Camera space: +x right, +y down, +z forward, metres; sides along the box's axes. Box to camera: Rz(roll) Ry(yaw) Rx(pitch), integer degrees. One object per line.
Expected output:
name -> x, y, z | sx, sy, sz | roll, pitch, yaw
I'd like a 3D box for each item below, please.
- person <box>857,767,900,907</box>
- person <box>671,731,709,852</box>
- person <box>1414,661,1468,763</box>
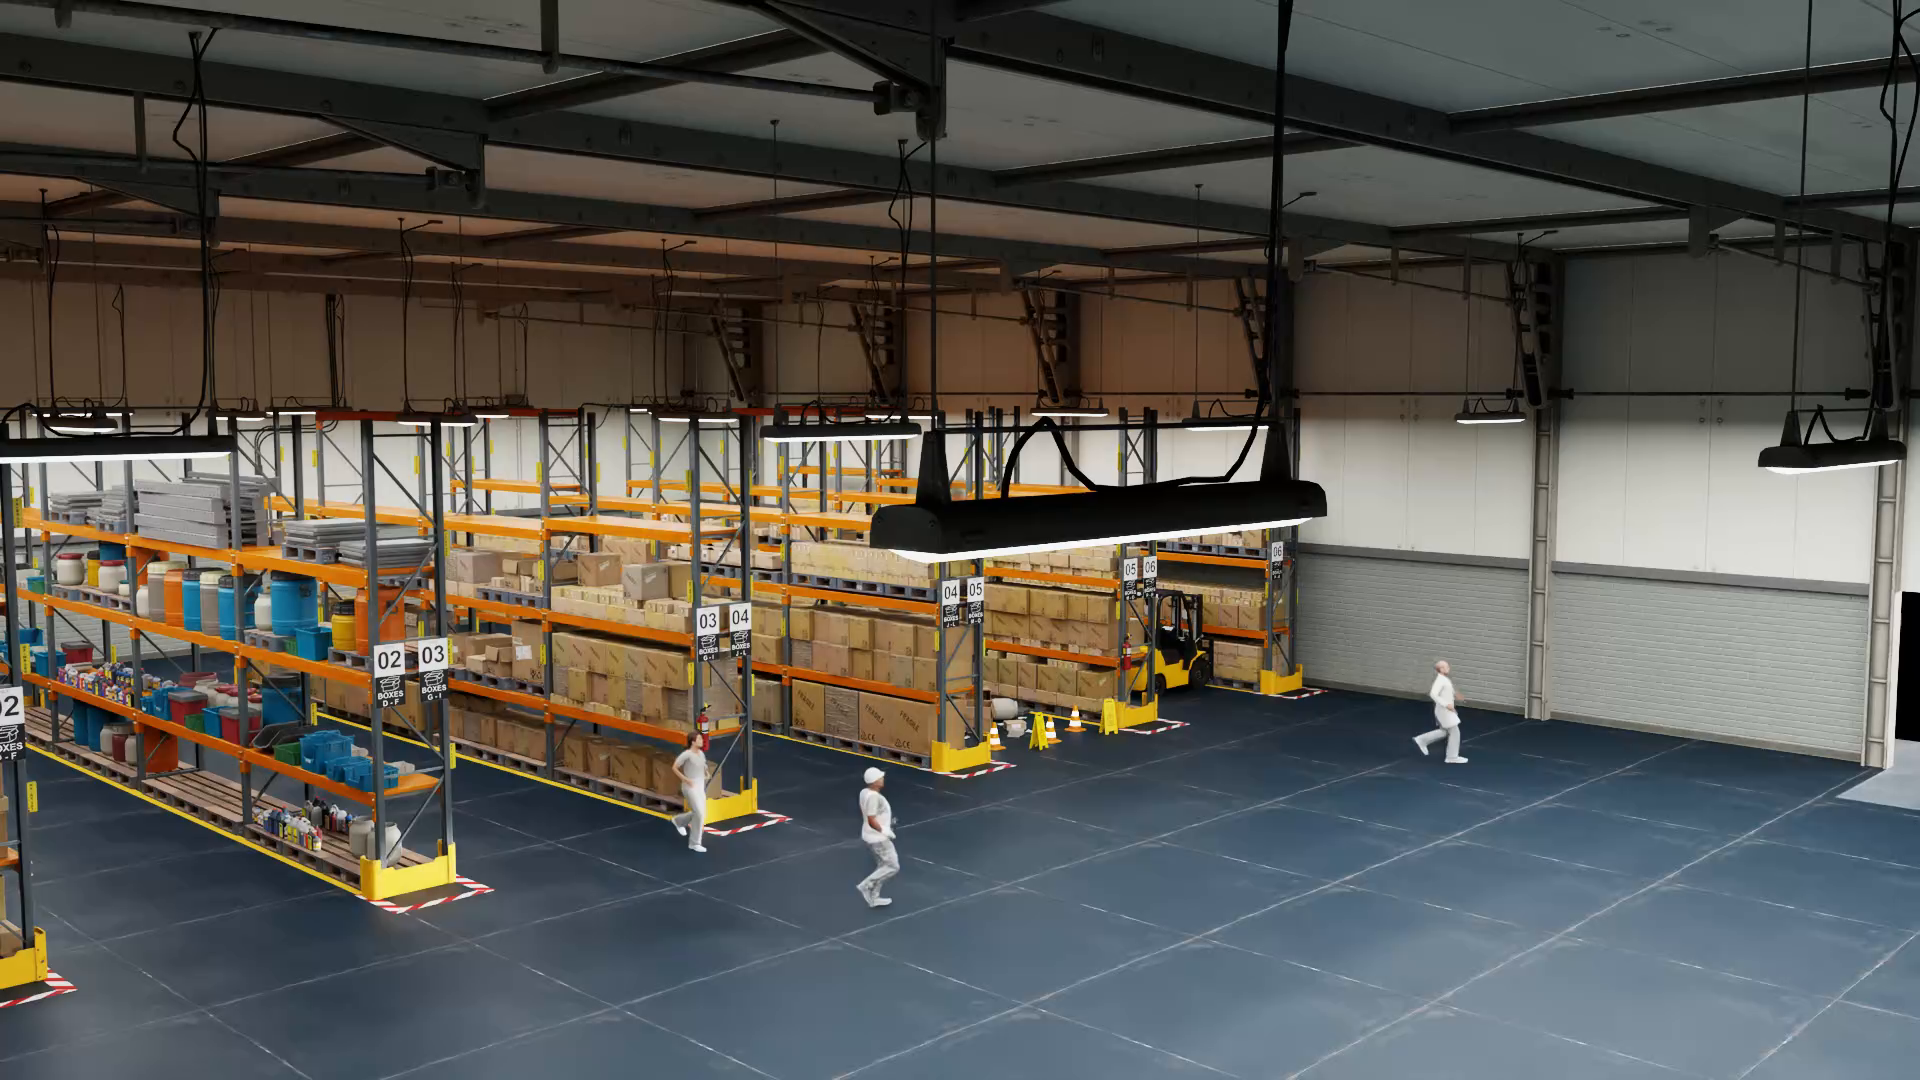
person -> -1.004, 3.652, 20.448 | 0.612, 1.735, 0.678 | -2, 5, -19
person -> -3.751, 3.485, 23.299 | 0.769, 1.628, 0.596 | 3, 6, 28
person -> 8.250, 2.940, 28.466 | 0.896, 1.745, 0.717 | 1, 5, 16
